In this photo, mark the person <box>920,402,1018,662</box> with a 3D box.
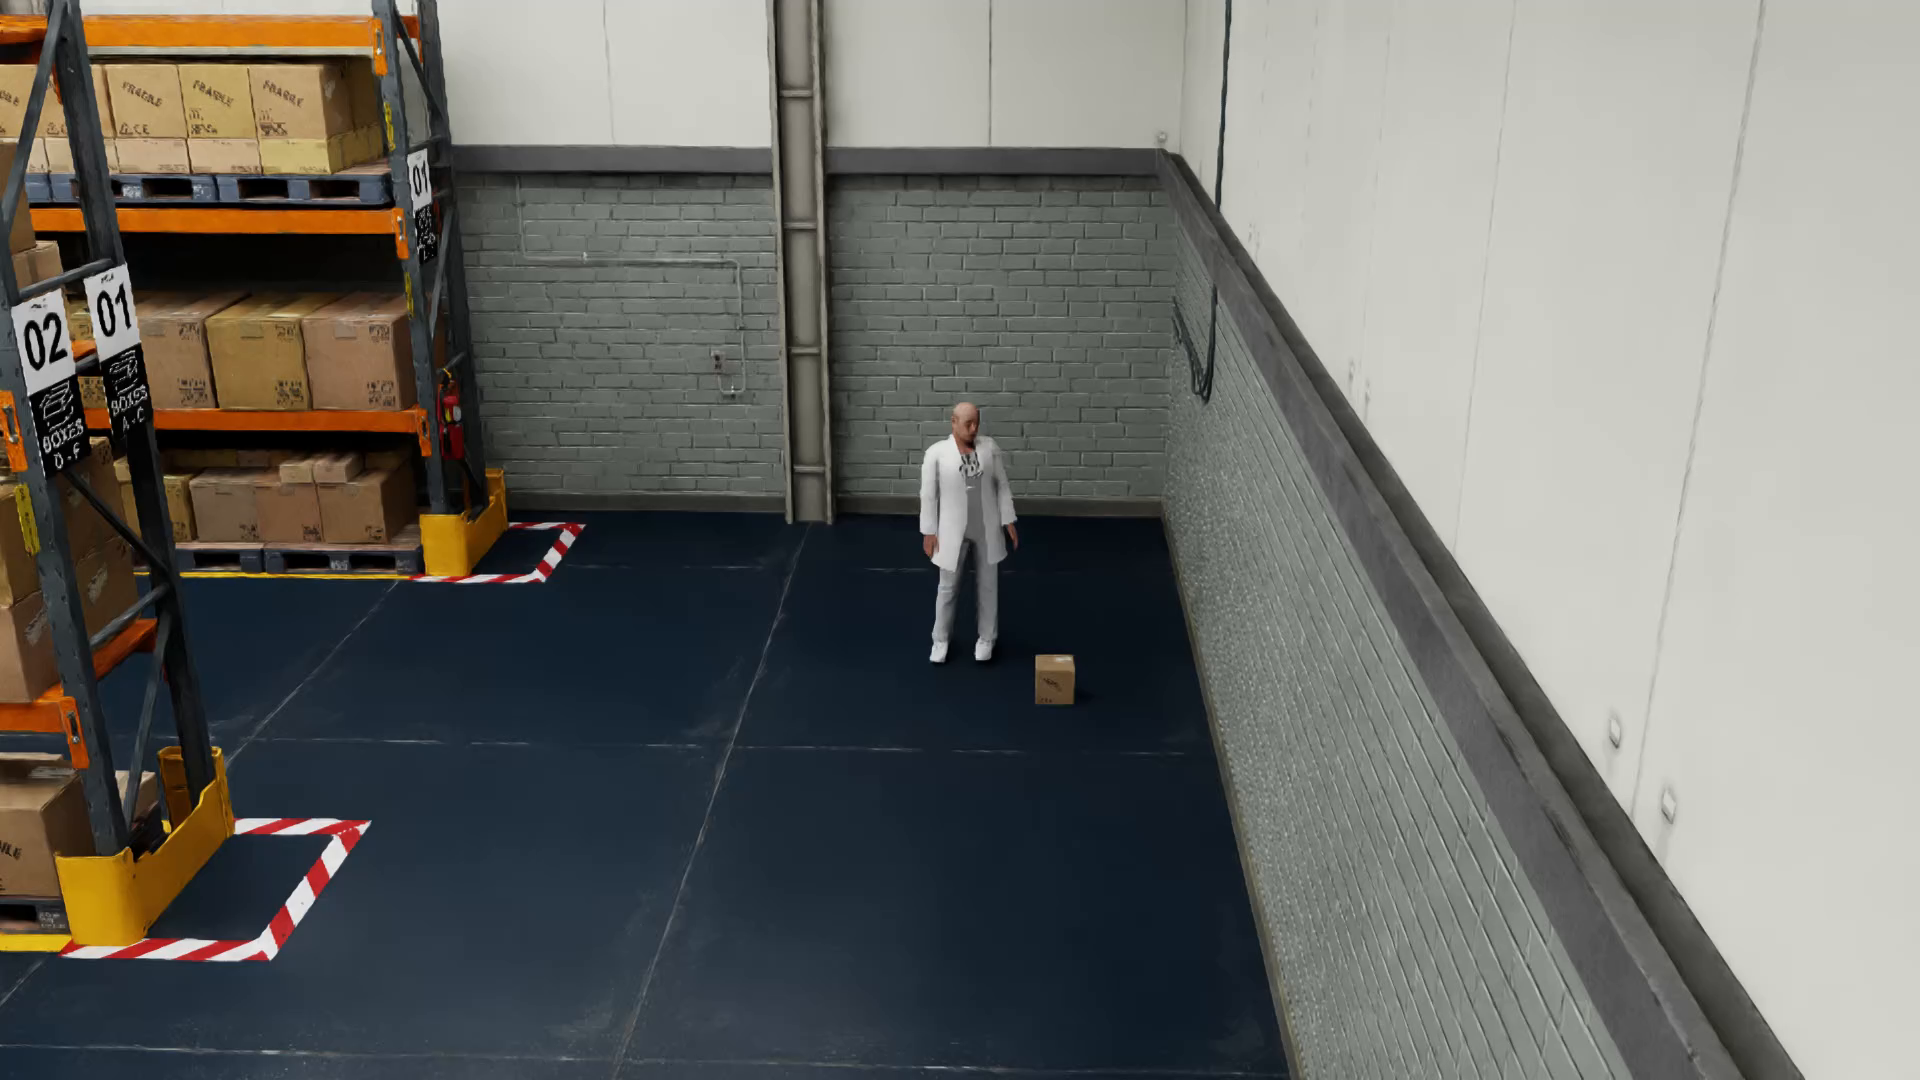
[{"bbox_3d":[0.062,-0.054,11.176,0.647,1.785,0.432,-6,21,-15],"label":"person"}]
